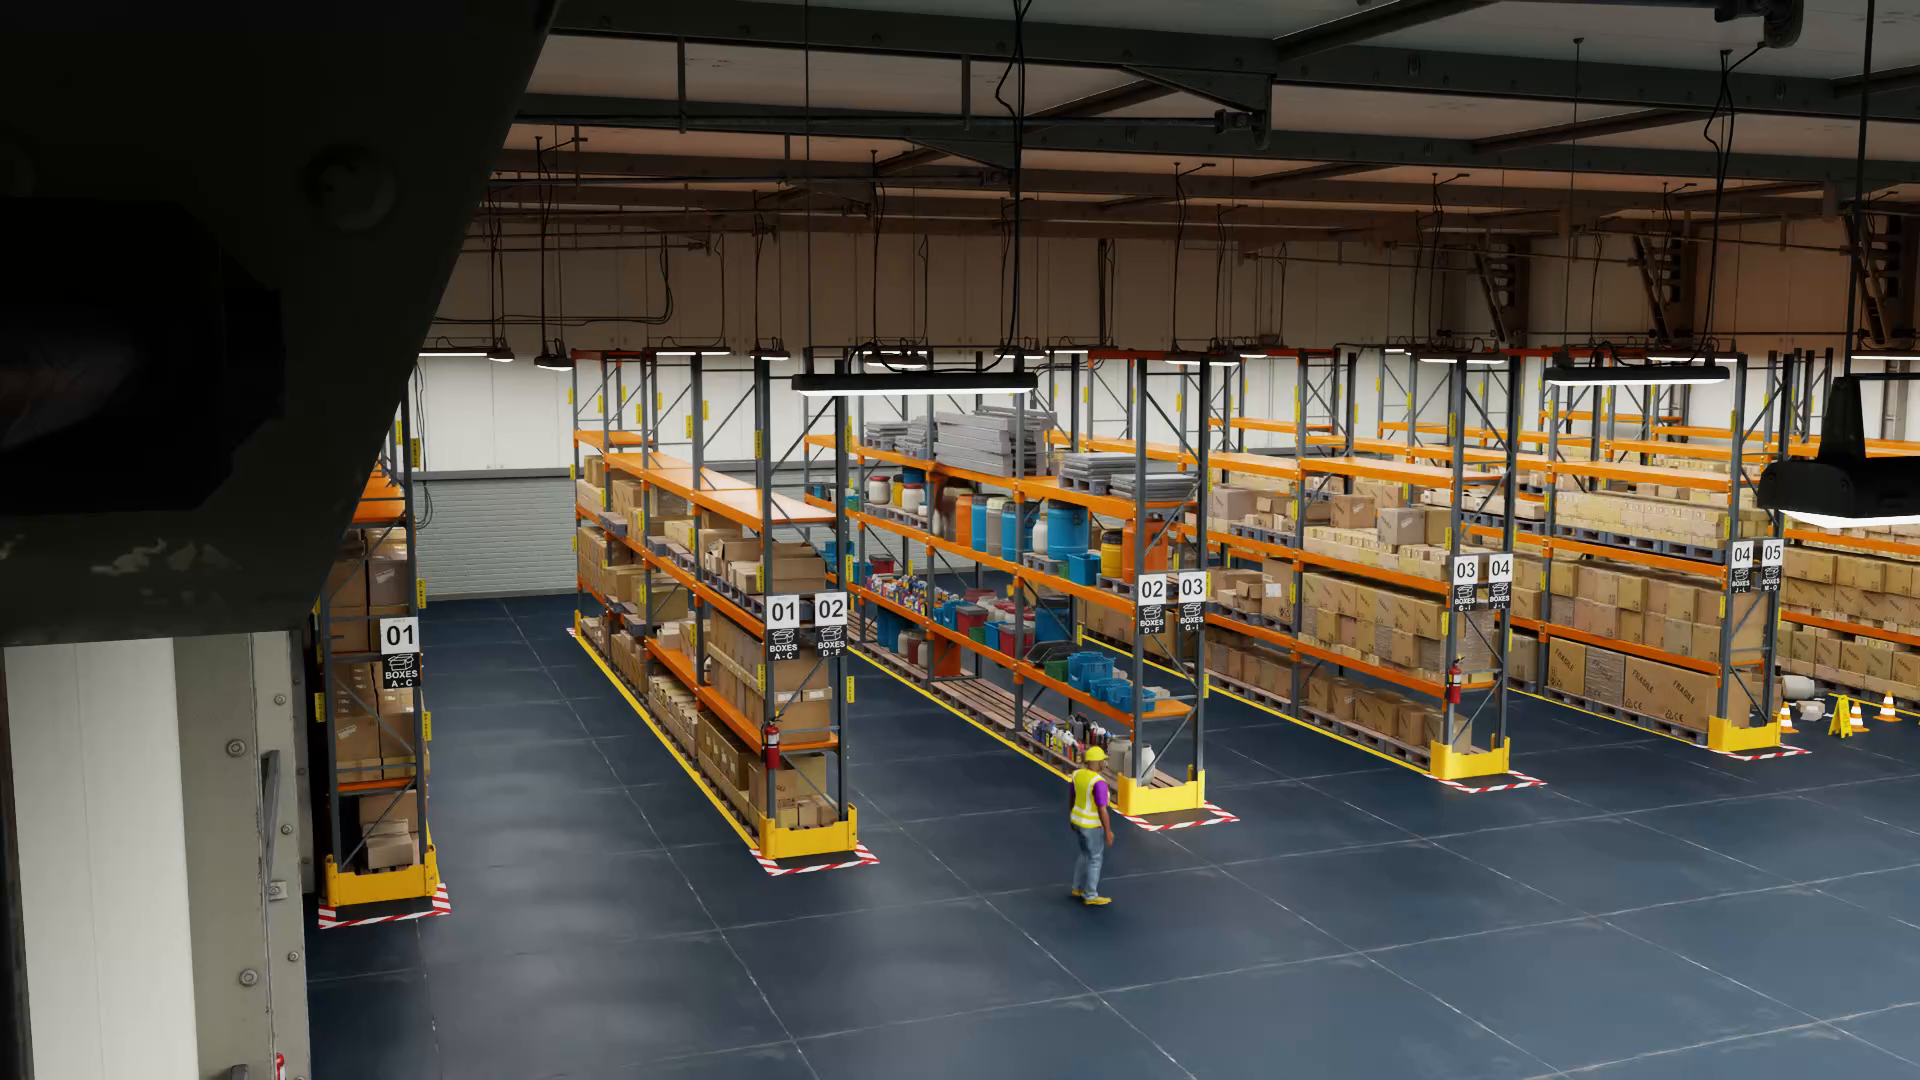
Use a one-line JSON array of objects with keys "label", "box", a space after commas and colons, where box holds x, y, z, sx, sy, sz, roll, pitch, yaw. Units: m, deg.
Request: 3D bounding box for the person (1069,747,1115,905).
[{"label": "person", "box": [1.466, 3.201, 18.527, 0.404, 1.829, 0.665, -4, 8, -28]}]

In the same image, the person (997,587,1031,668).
[{"label": "person", "box": [1.071, 1.640, 30.910, 0.665, 1.670, 1.017, -4, 8, -30]}]
